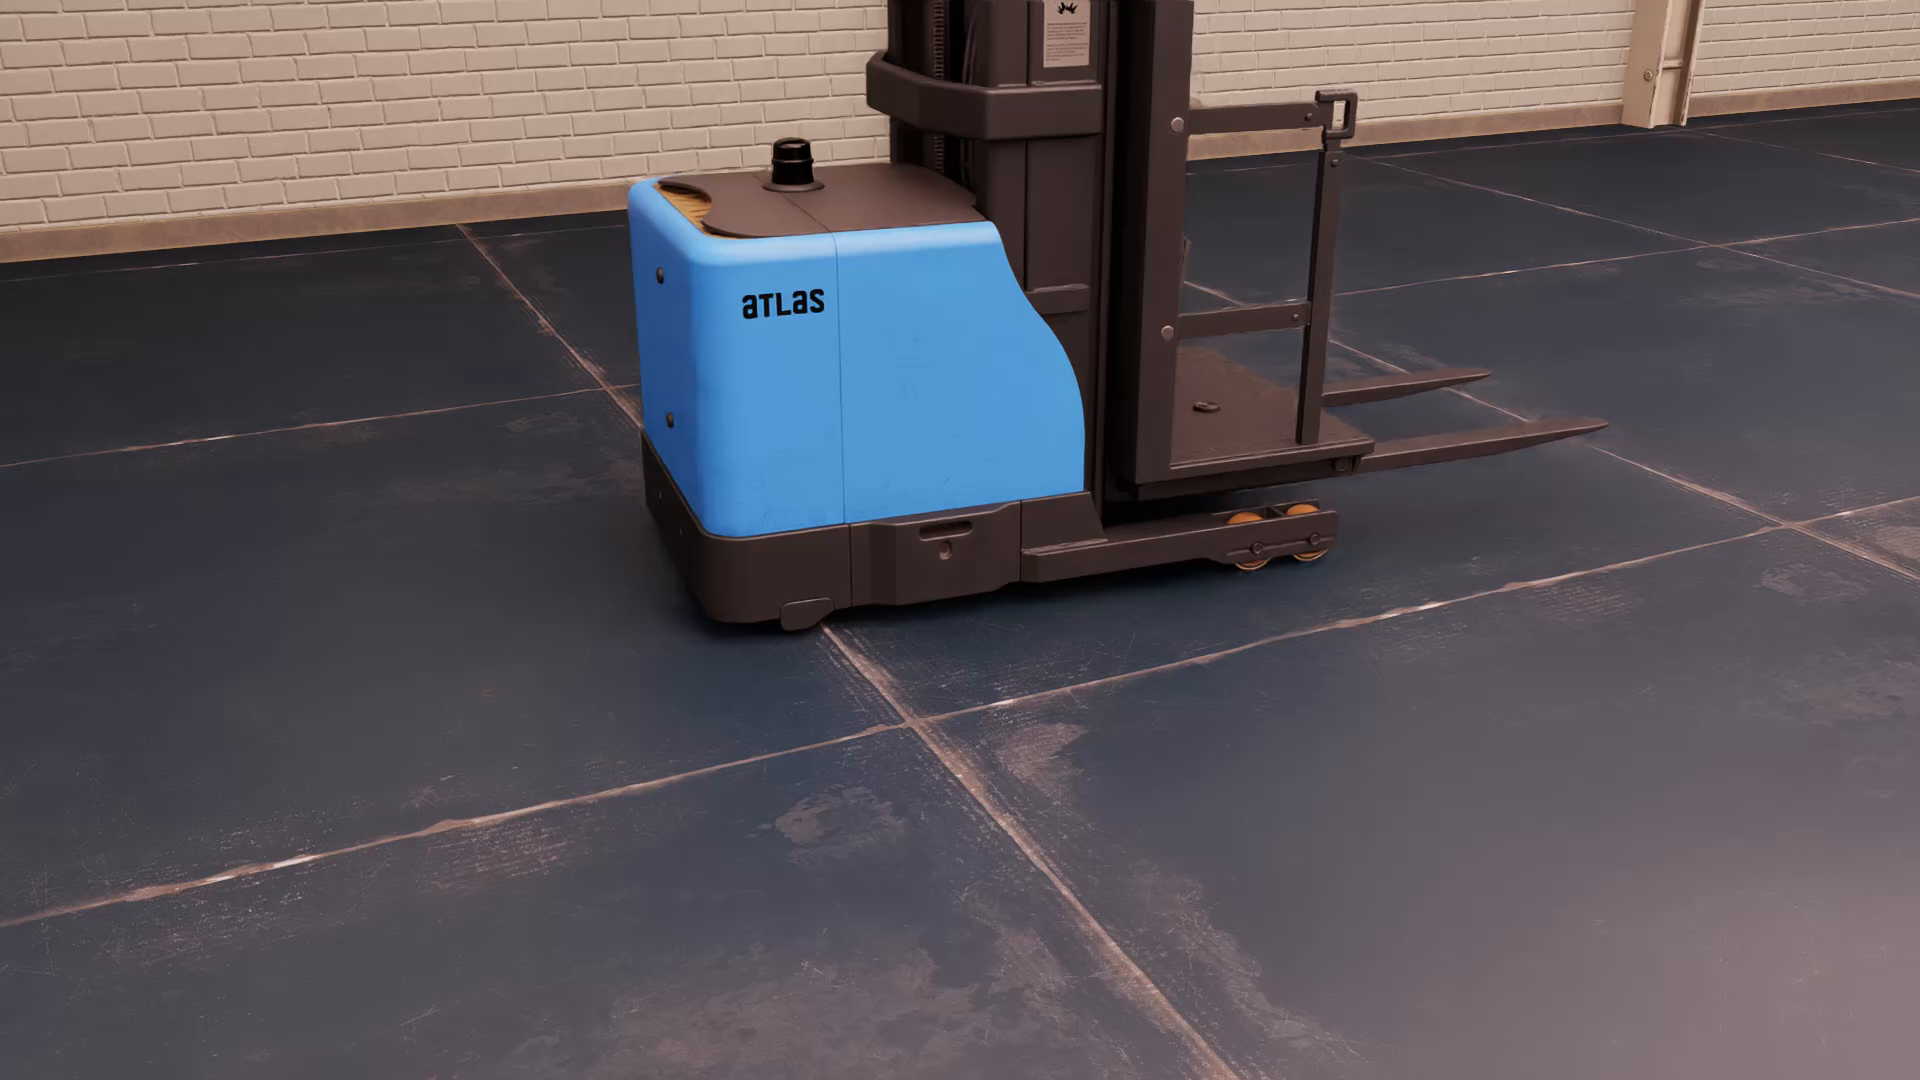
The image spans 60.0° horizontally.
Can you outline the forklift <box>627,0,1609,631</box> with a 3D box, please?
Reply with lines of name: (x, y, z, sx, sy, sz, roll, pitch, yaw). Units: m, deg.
forklift: (0.590, -1.445, 4.766, 3.031, 2.935, 1.130, -8, 24, -19)
